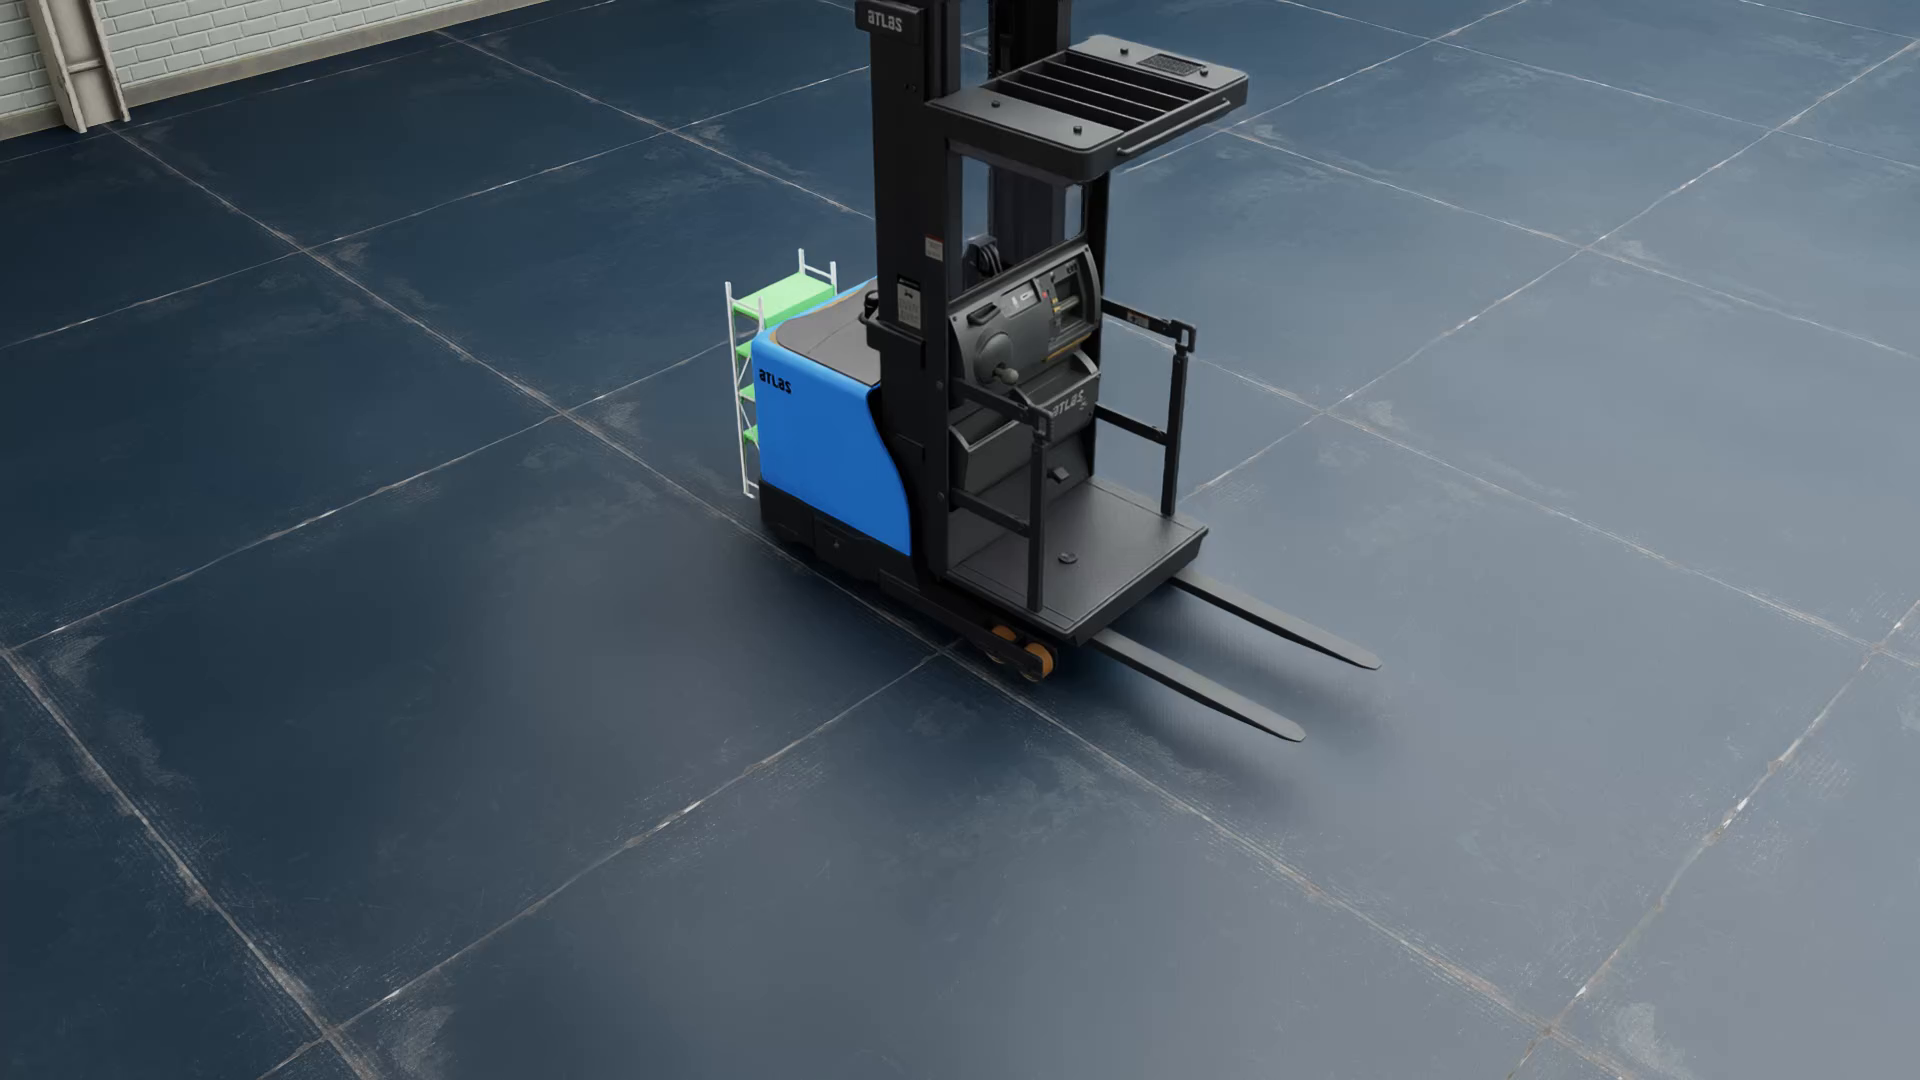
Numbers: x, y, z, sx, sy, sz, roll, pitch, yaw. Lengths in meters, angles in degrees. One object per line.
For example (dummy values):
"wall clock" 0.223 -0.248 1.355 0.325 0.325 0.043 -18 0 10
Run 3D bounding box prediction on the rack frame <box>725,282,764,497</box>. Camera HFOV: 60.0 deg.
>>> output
"rack frame" -1.020 -0.688 8.188 0.240 1.200 0.015 26 43 32

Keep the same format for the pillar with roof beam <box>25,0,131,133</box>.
"pillar with roof beam" -3.641 -5.205 7.847 9.100 9.000 0.400 30 45 35

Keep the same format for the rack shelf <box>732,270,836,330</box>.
"rack shelf" -0.861 -1.136 8.102 0.258 0.148 0.480 26 43 32

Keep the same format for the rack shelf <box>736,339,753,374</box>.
"rack shelf" -0.861 -0.939 8.239 0.258 0.148 0.480 26 43 32

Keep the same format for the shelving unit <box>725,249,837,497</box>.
"shelving unit" -0.861 -0.794 8.340 0.258 1.200 0.503 26 43 32

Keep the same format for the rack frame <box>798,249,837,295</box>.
"rack frame" -0.702 -0.900 8.492 0.240 1.200 0.015 26 43 32

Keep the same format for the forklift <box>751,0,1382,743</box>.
"forklift" 0.448 -0.919 7.006 3.031 2.935 1.130 27 43 33

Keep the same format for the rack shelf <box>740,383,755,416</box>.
"rack shelf" -0.861 -0.742 8.377 0.258 0.148 0.480 26 43 32

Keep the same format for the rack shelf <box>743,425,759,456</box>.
"rack shelf" -0.861 -0.545 8.514 0.258 0.148 0.480 26 43 32
